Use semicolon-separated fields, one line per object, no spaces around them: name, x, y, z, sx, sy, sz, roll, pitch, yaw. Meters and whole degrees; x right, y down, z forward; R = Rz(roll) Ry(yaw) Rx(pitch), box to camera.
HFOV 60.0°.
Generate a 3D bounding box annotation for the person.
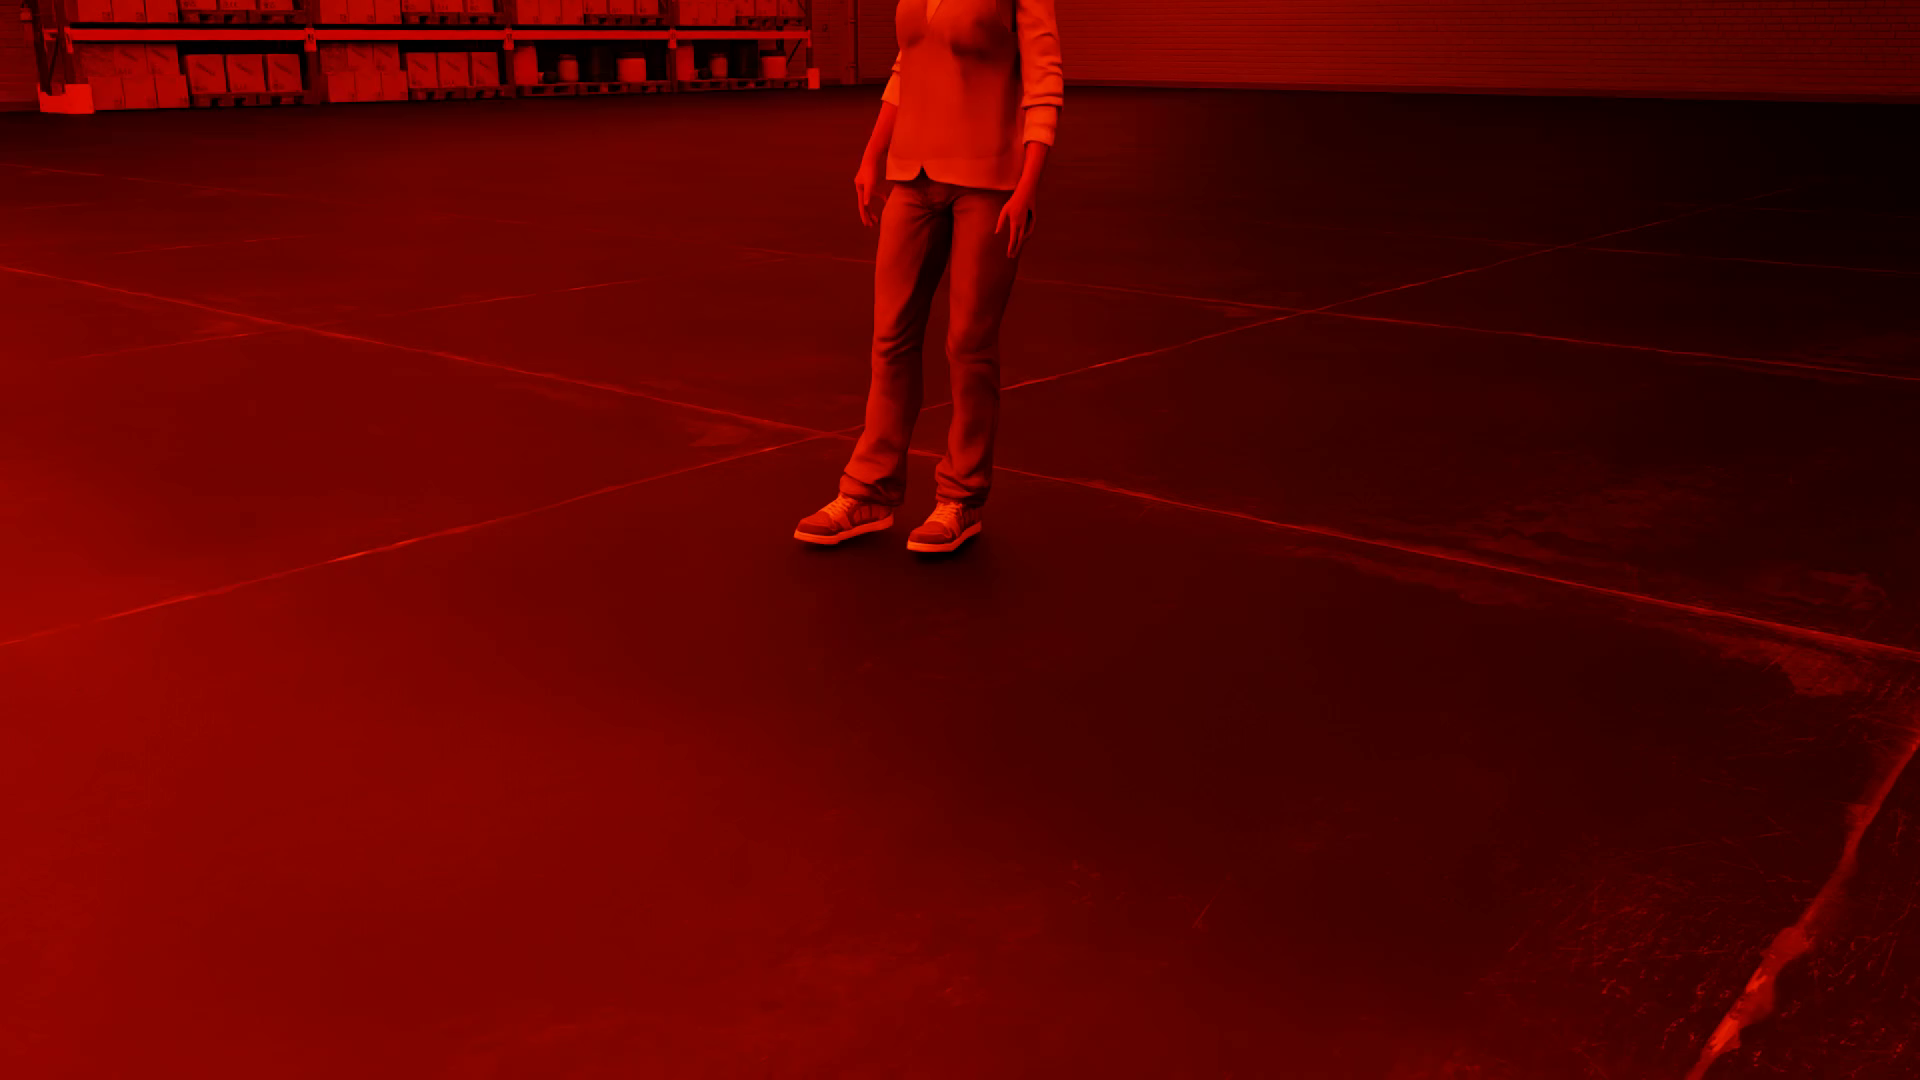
person;-0.058;-0.757;3.662;0.520;1.597;0.475;13;21;37
